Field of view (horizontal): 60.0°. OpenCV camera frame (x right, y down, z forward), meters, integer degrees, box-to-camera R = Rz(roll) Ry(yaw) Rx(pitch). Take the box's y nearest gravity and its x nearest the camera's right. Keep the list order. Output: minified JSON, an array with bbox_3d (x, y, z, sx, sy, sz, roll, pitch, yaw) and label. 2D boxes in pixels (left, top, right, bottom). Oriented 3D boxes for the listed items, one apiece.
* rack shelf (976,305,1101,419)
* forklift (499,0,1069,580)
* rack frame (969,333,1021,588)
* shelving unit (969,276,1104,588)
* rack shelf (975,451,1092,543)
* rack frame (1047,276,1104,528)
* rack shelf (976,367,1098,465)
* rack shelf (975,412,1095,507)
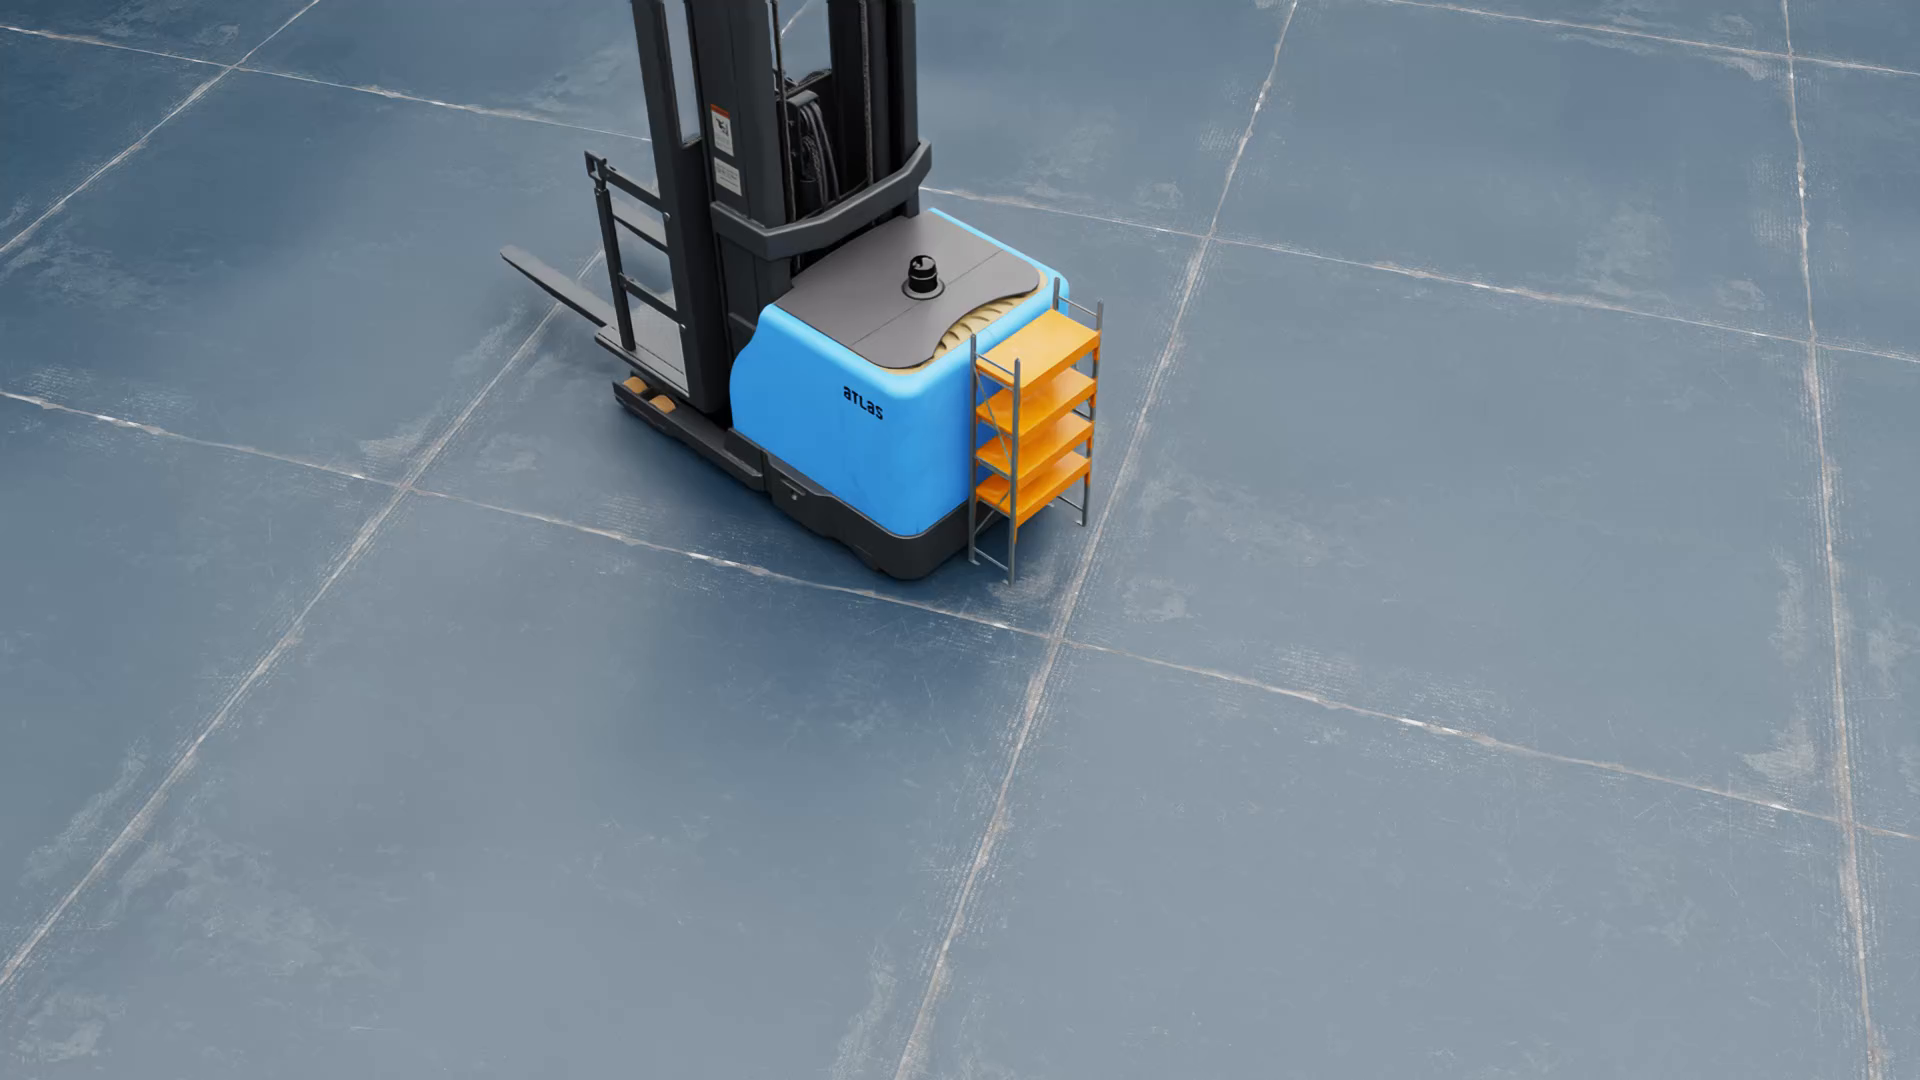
[{"bbox_3d":[0.295,-0.695,6.439,0.258,0.148,0.480,32,53,29],"label":"rack shelf"},{"bbox_3d":[-0.966,-1.788,6.881,3.031,2.935,1.130,33,53,29],"label":"forklift"},{"bbox_3d":[0.131,-0.288,6.585,0.240,1.200,0.015,32,53,29],"label":"rack frame"},{"bbox_3d":[0.295,-0.414,6.714,0.258,1.200,0.503,32,53,29],"label":"shelving unit"},{"bbox_3d":[0.295,-0.224,6.900,0.258,0.148,0.480,32,53,29],"label":"rack shelf"},{"bbox_3d":[0.459,-0.540,6.843,0.240,1.200,0.015,32,53,29],"label":"rack frame"},{"bbox_3d":[0.295,-0.526,6.605,0.258,0.148,0.480,32,53,29],"label":"rack shelf"},{"bbox_3d":[0.295,-0.366,6.761,0.258,0.148,0.480,32,53,29],"label":"rack shelf"}]
